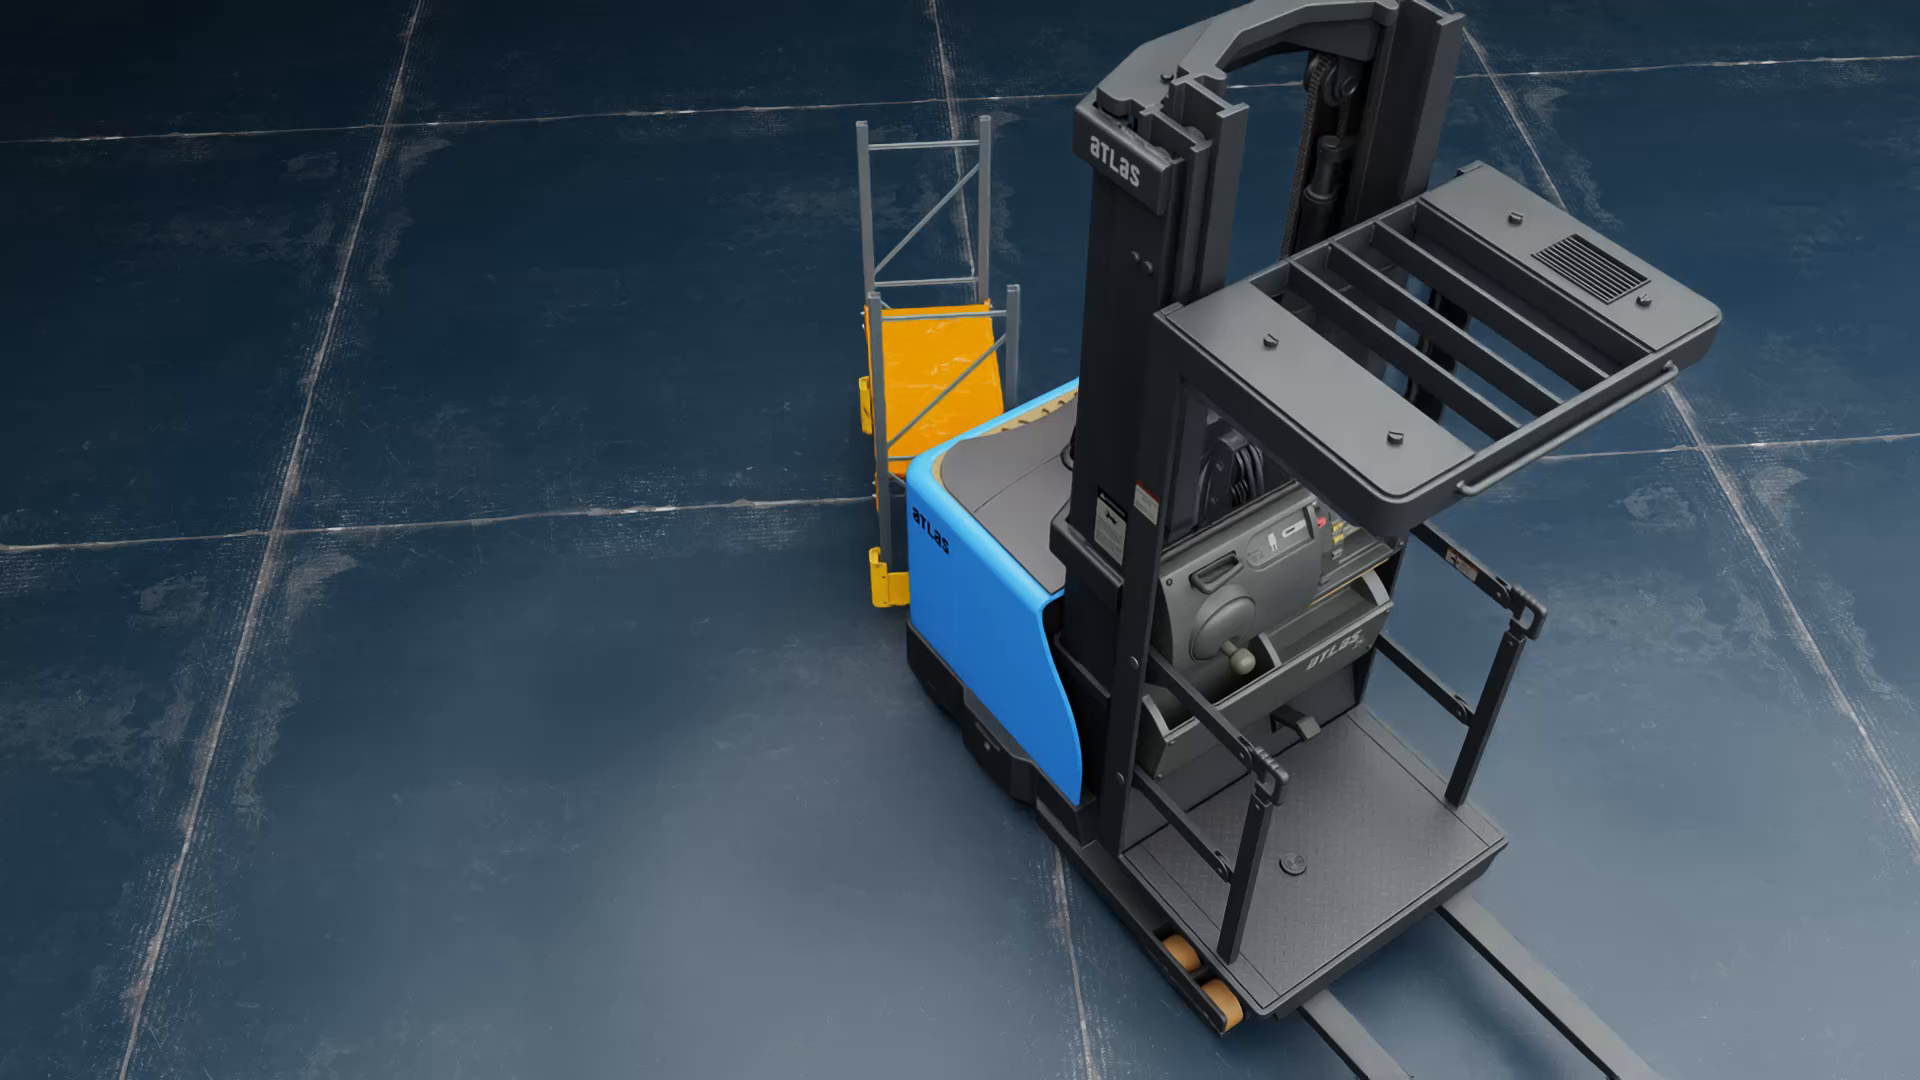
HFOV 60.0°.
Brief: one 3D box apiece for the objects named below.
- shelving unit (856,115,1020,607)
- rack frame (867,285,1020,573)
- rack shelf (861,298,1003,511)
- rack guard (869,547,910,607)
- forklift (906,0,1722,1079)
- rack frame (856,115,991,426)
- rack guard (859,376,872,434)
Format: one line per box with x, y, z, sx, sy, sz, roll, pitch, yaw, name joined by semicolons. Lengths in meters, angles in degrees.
-0.093;-0.662;6.344;0.587;1.500;1.083;-3;47;-3;shelving unit
-0.053;-0.301;6.002;0.500;1.500;0.032;-3;47;-3;rack frame
-0.094;-0.545;6.481;0.538;0.185;1.000;-3;47;-3;rack shelf
-0.053;0.128;6.456;0.587;0.250;0.087;-3;47;-3;rack guard
1.061;0.141;4.597;1.130;2.935;3.031;-27;52;-23;forklift
-0.135;-1.036;6.699;0.500;1.500;0.032;-3;47;-3;rack frame
-0.134;-0.593;7.139;0.587;0.250;0.087;-3;47;-3;rack guard
